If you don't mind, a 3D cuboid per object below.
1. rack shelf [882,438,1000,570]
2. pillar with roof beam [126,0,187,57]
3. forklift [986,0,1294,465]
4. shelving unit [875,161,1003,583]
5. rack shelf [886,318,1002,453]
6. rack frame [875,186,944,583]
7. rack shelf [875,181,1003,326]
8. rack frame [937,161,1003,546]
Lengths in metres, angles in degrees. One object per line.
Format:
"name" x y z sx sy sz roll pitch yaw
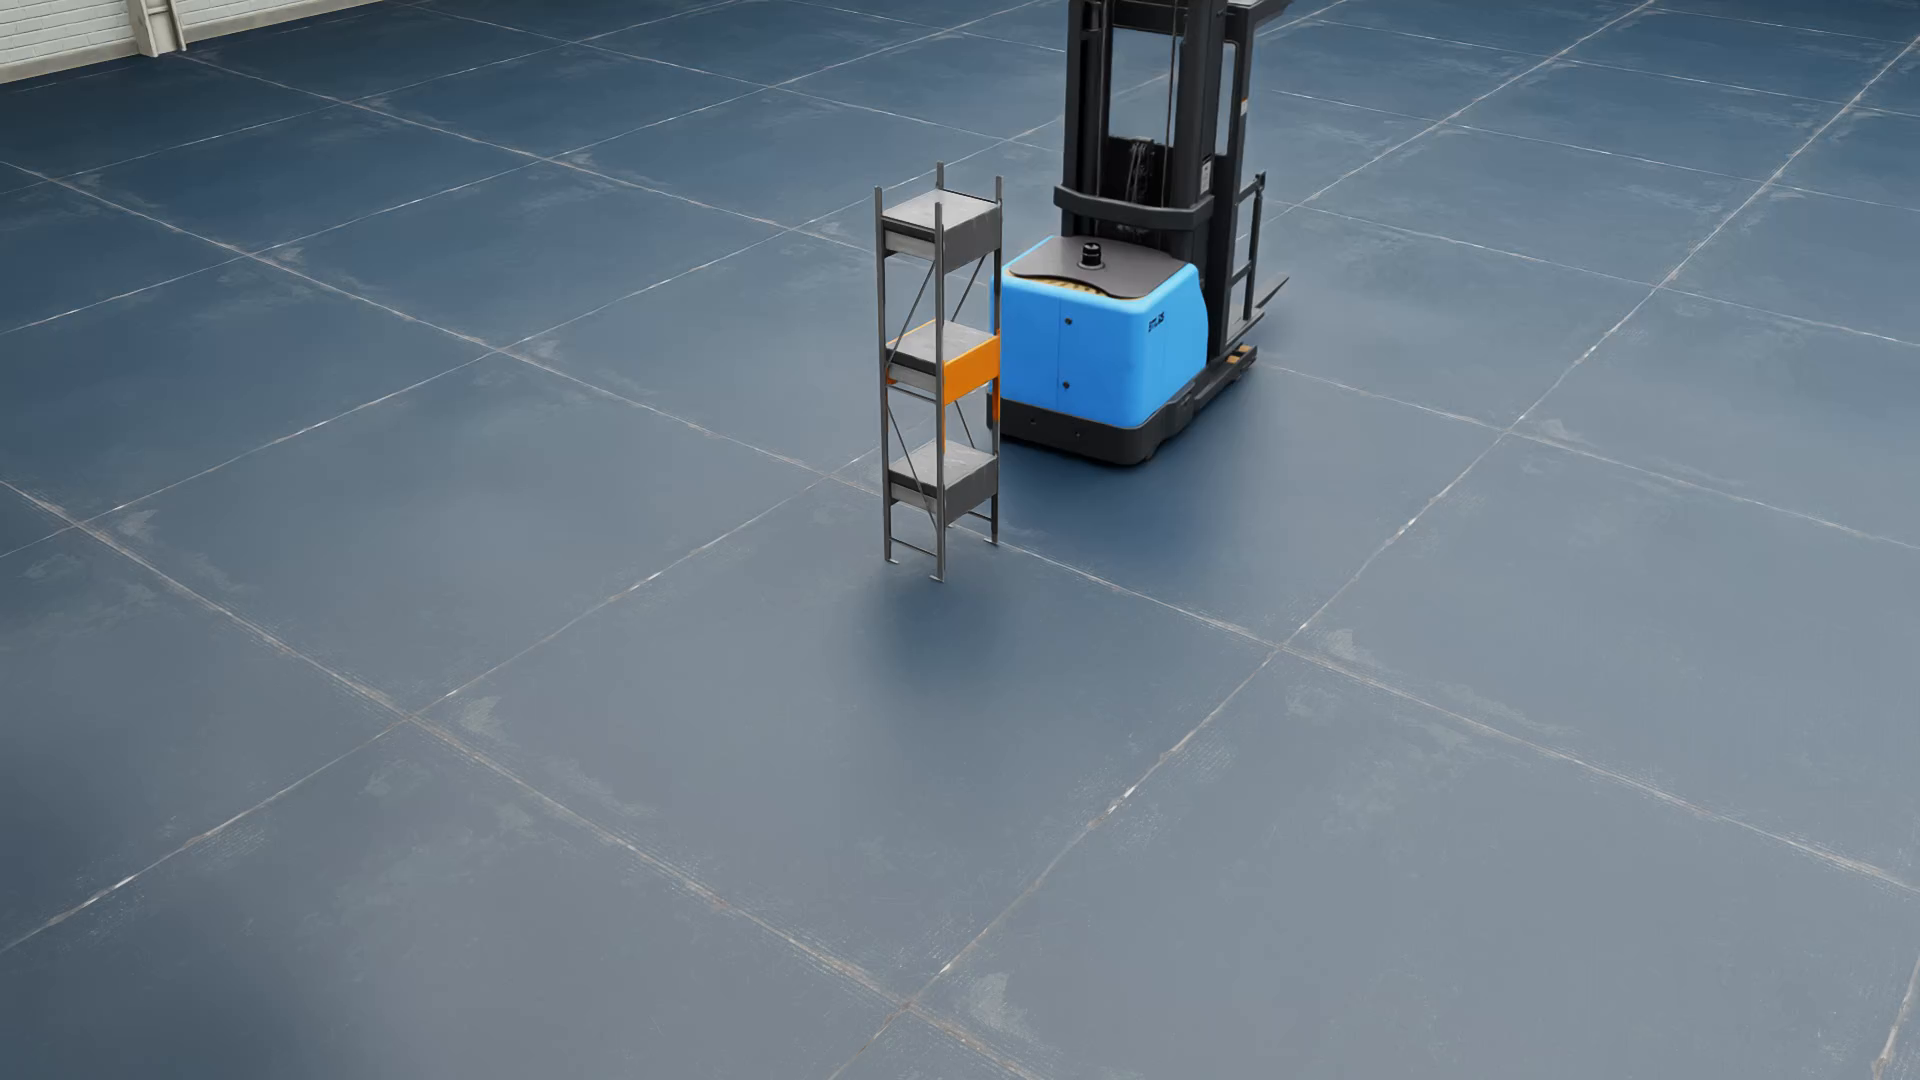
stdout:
"rack shelf" -0.100 -0.222 8.965 0.431 0.518 0.480 21 37 31
"pillar with roof beam" -5.362 -7.936 13.815 9.100 9.000 0.400 21 37 31
"forklift" 1.340 -2.425 10.467 1.130 2.935 3.031 17 34 26
"shelving unit" -0.100 -0.836 8.601 0.431 2.100 0.503 21 37 31
"rack shelf" -0.100 -0.824 8.608 0.431 0.518 0.480 21 37 31
"rack frame" -0.247 -0.737 8.434 0.400 2.100 0.015 21 37 31
"rack shelf" -0.100 -1.426 8.251 0.431 0.518 0.480 21 37 31
"rack frame" 0.047 -0.935 8.769 0.400 2.100 0.015 21 37 31
